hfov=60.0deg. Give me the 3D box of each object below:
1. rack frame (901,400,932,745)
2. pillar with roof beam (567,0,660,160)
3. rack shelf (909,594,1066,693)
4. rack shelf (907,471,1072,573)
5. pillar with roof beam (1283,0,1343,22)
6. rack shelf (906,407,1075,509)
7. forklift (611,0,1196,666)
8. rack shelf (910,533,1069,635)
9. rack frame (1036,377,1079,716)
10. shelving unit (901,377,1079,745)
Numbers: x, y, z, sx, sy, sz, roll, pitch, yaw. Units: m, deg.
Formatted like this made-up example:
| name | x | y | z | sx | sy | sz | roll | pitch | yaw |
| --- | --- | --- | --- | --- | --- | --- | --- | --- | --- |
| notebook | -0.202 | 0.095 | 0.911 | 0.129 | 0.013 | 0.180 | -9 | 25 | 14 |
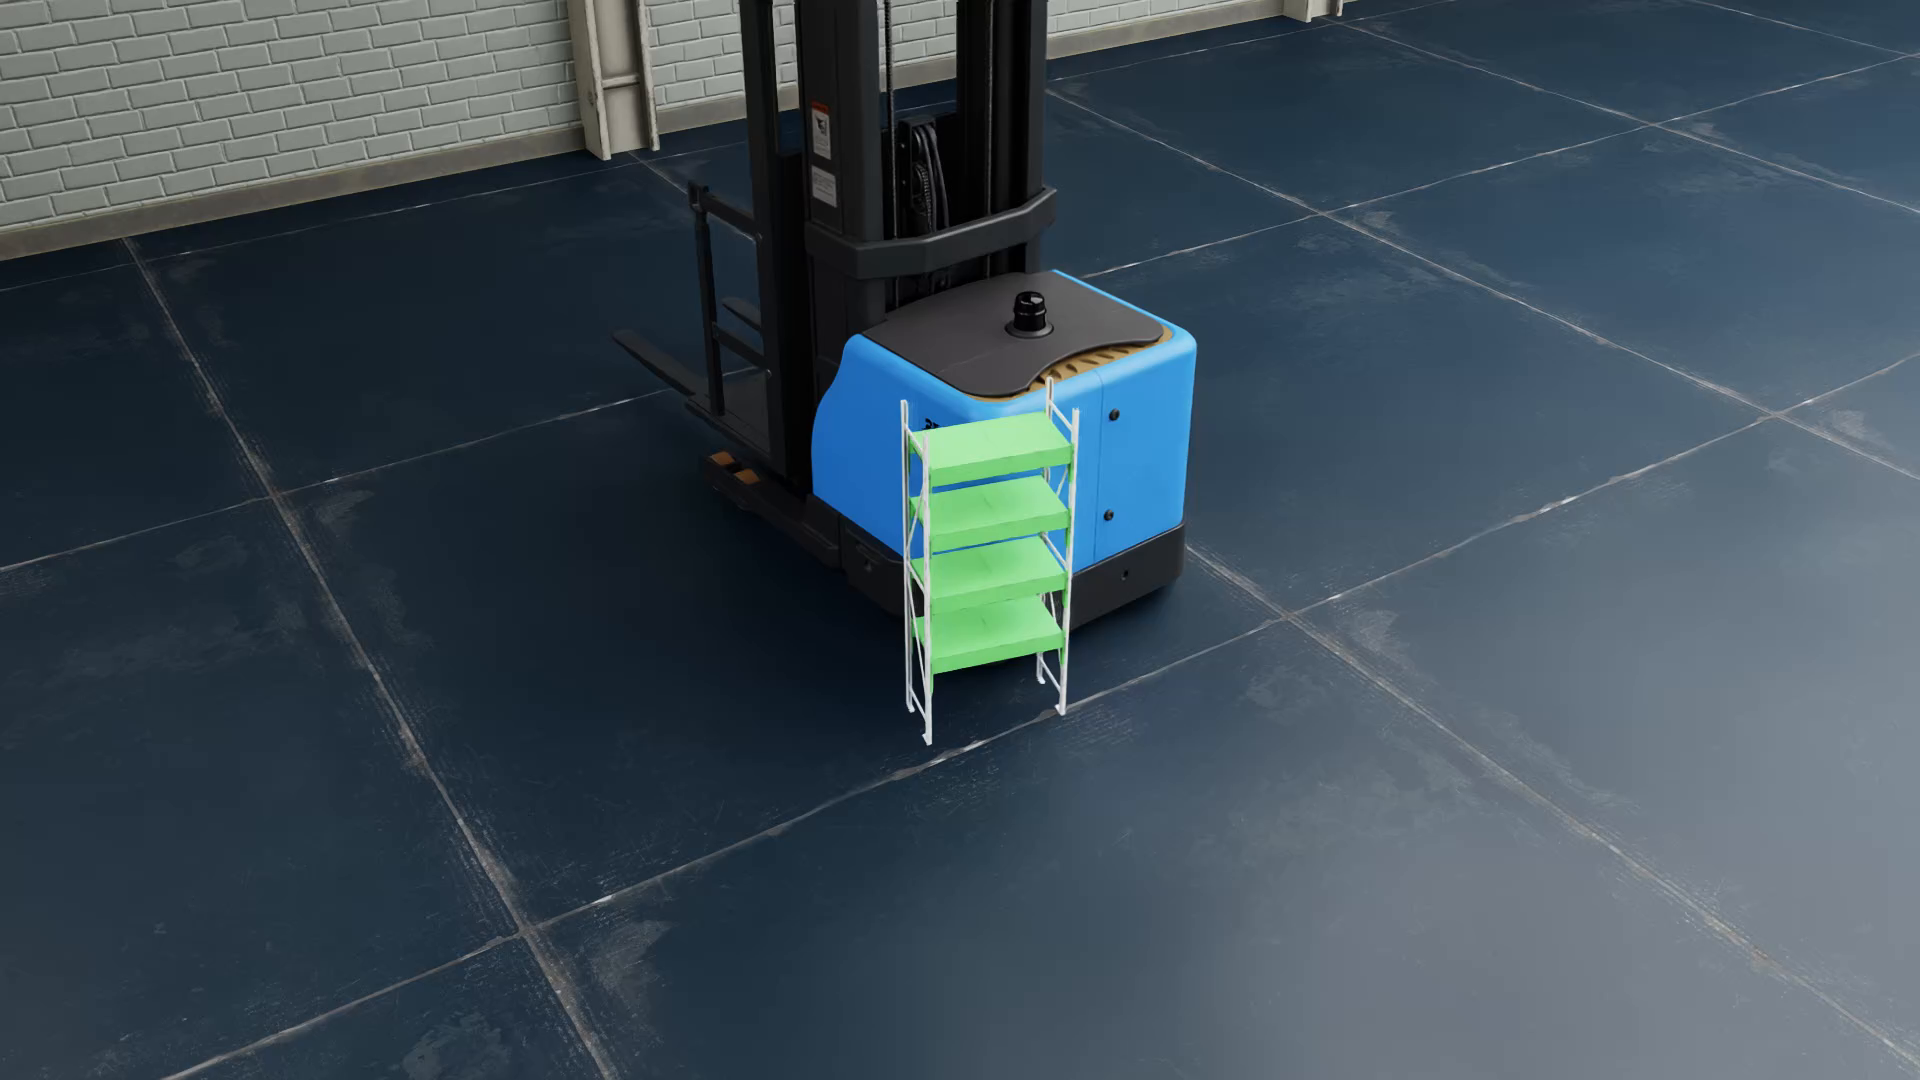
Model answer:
| name | x | y | z | sx | sy | sz | roll | pitch | yaw |
| --- | --- | --- | --- | --- | --- | --- | --- | --- | --- |
| rack frame | -0.140 | 0.130 | 5.417 | 0.015 | 1.200 | 0.240 | -10 | 34 | -16 |
| pillar with roof beam | 0.145 | -4.415 | 5.315 | 0.400 | 9.000 | 9.100 | -19 | 37 | -27 |
| rack shelf | 0.090 | 0.343 | 5.649 | 0.480 | 0.148 | 0.258 | -10 | 34 | -16 |
| rack shelf | 0.091 | -0.061 | 5.389 | 0.480 | 0.148 | 0.258 | -10 | 34 | -16 |
| pillar with roof beam | 5.188 | -6.149 | 8.064 | 0.400 | 9.000 | 9.100 | -19 | 37 | -27 |
| rack shelf | 0.092 | -0.263 | 5.259 | 0.480 | 0.148 | 0.258 | -10 | 34 | -16 |
| forklift | -0.452 | -1.515 | 6.404 | 1.130 | 2.935 | 3.031 | -23 | 39 | -32 |
| rack shelf | 0.091 | 0.141 | 5.519 | 0.480 | 0.148 | 0.258 | -10 | 34 | -16 |
| rack frame | 0.321 | 0.045 | 5.552 | 0.015 | 1.200 | 0.240 | -10 | 34 | -16 |
| shelving unit | 0.091 | 0.087 | 5.485 | 0.503 | 1.200 | 0.258 | -10 | 34 | -16 |
